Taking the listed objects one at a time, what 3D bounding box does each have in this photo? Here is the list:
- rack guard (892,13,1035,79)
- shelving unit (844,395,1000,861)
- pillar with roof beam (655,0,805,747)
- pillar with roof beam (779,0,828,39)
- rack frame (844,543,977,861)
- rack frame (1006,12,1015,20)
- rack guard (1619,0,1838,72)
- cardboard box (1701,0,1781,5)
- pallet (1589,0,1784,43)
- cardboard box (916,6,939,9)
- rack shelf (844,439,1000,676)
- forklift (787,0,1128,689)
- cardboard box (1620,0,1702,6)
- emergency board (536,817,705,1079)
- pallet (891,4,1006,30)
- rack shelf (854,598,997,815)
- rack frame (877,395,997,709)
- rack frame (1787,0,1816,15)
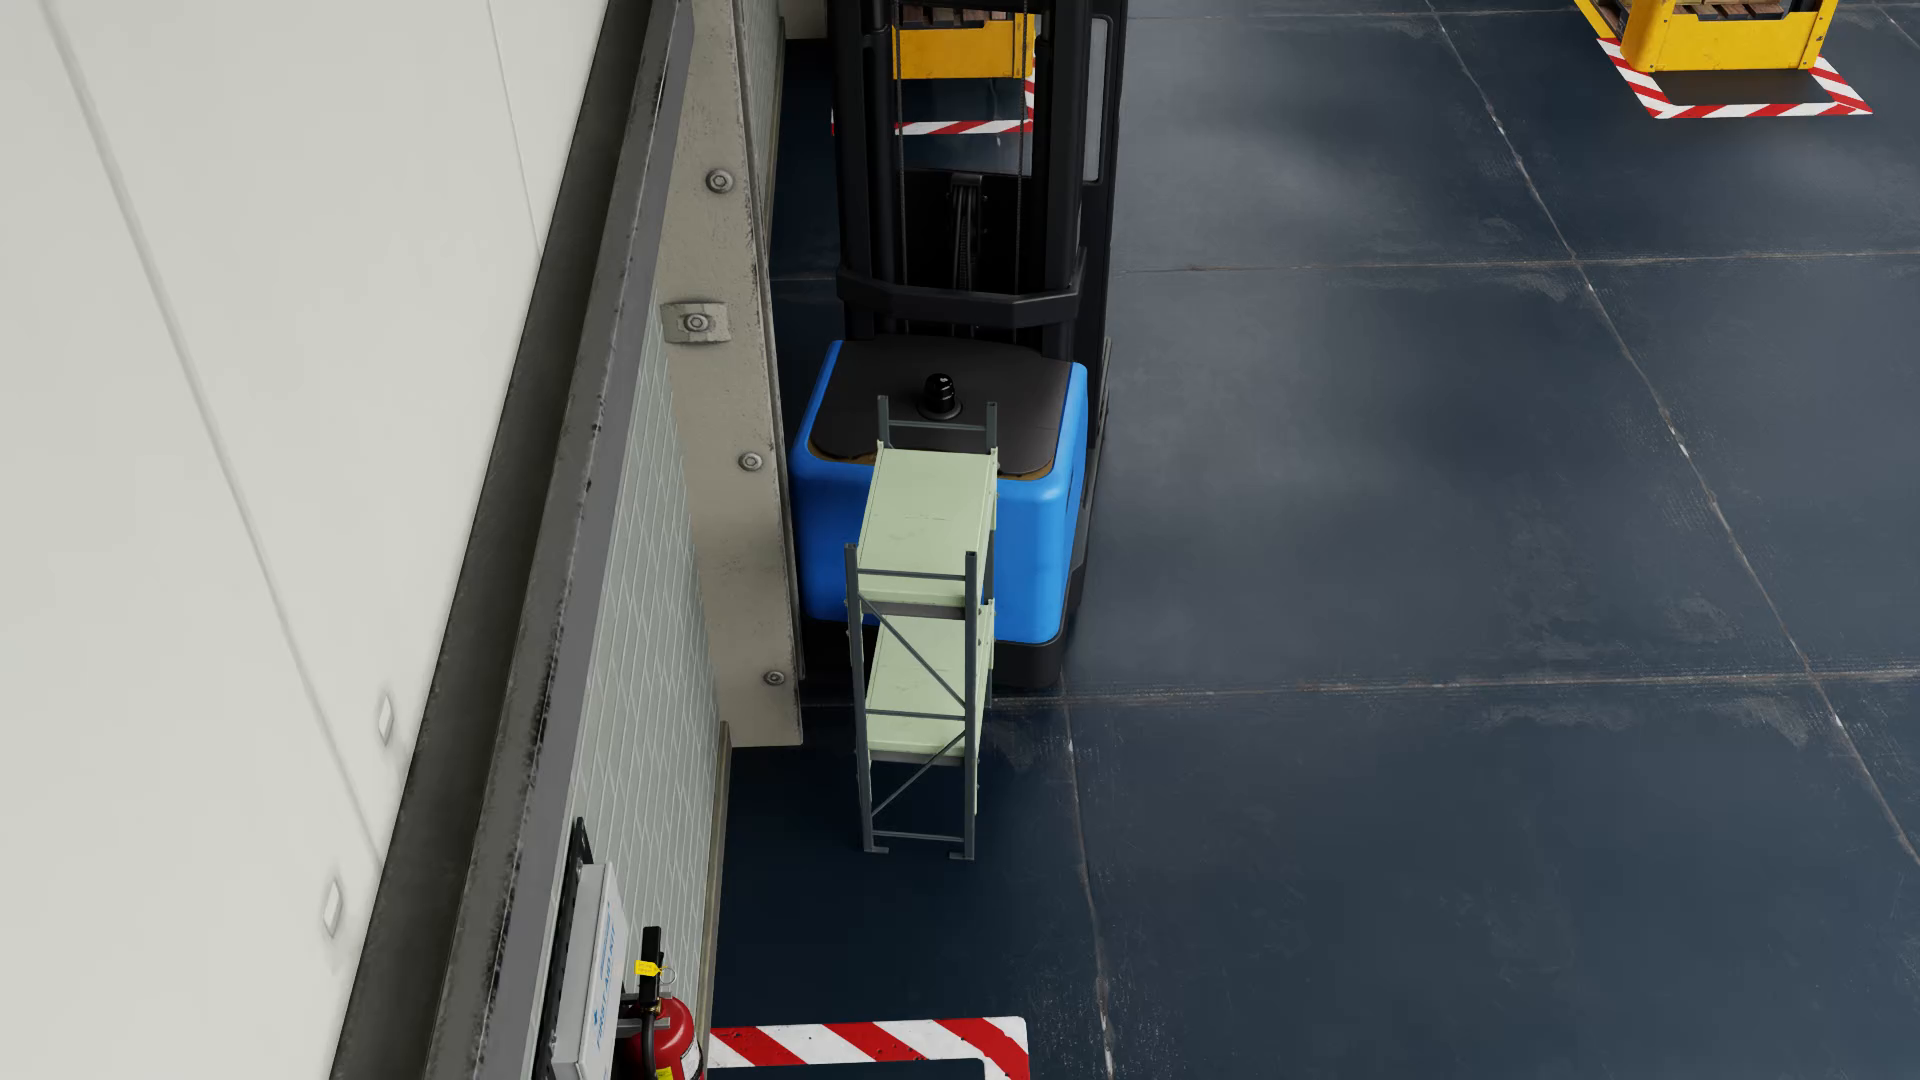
[{"bbox_3d":[-0.132,-3.182,10.351,1.175,0.500,0.348,-2,43,-2],"label":"rack guard"},{"bbox_3d":[-0.113,0.336,5.774,0.431,1.500,0.755,4,43,4],"label":"shelving unit"},{"bbox_3d":[3.533,-2.784,3.628,9.100,9.000,0.400,-2,43,-2],"label":"pillar with roof beam"},{"bbox_3d":[3.278,-6.835,8.047,9.100,9.000,0.400,-2,43,-2],"label":"pillar with roof beam"},{"bbox_3d":[-0.149,0.582,5.505,0.400,1.500,0.023,4,43,4],"label":"rack frame"},{"bbox_3d":[-0.129,-4.052,9.451,1.000,3.000,0.127,-2,43,-2],"label":"rack frame"},{"bbox_3d":[4.821,-3.259,10.435,1.175,0.500,0.348,-2,43,-2],"label":"rack guard"},{"bbox_3d":[5.019,-3.706,10.797,0.500,0.250,0.500,-2,43,-2],"label":"cardboard box"},{"bbox_3d":[4.746,-3.684,11.112,1.003,0.211,1.213,-2,43,-2],"label":"pallet"},{"bbox_3d":[-0.069,-3.693,10.723,0.500,0.311,0.500,-6,43,-7],"label":"cardboard box"},{"bbox_3d":[-0.113,0.048,5.510,0.431,0.370,0.720,4,43,4],"label":"rack shelf"},{"bbox_3d":[0.099,-1.501,6.718,1.130,2.935,3.031,6,43,7],"label":"forklift"},{"bbox_3d":[4.502,-3.691,10.781,0.500,0.250,0.500,-2,43,-2],"label":"cardboard box"},{"bbox_3d":[-0.702,1.220,3.699,0.194,1.169,0.643,-2,43,-2],"label":"emergency board"},{"bbox_3d":[-0.132,-3.625,11.048,1.003,0.211,1.213,-2,43,-2],"label":"pallet"},{"bbox_3d":[-0.113,0.576,5.994,0.431,0.370,0.720,4,43,4],"label":"rack shelf"},{"bbox_3d":[-0.077,0.089,6.042,0.400,1.500,0.023,4,43,4],"label":"rack frame"},{"bbox_3d":[4.820,-4.197,9.608,1.000,3.000,0.127,-2,43,-2],"label":"rack frame"}]
